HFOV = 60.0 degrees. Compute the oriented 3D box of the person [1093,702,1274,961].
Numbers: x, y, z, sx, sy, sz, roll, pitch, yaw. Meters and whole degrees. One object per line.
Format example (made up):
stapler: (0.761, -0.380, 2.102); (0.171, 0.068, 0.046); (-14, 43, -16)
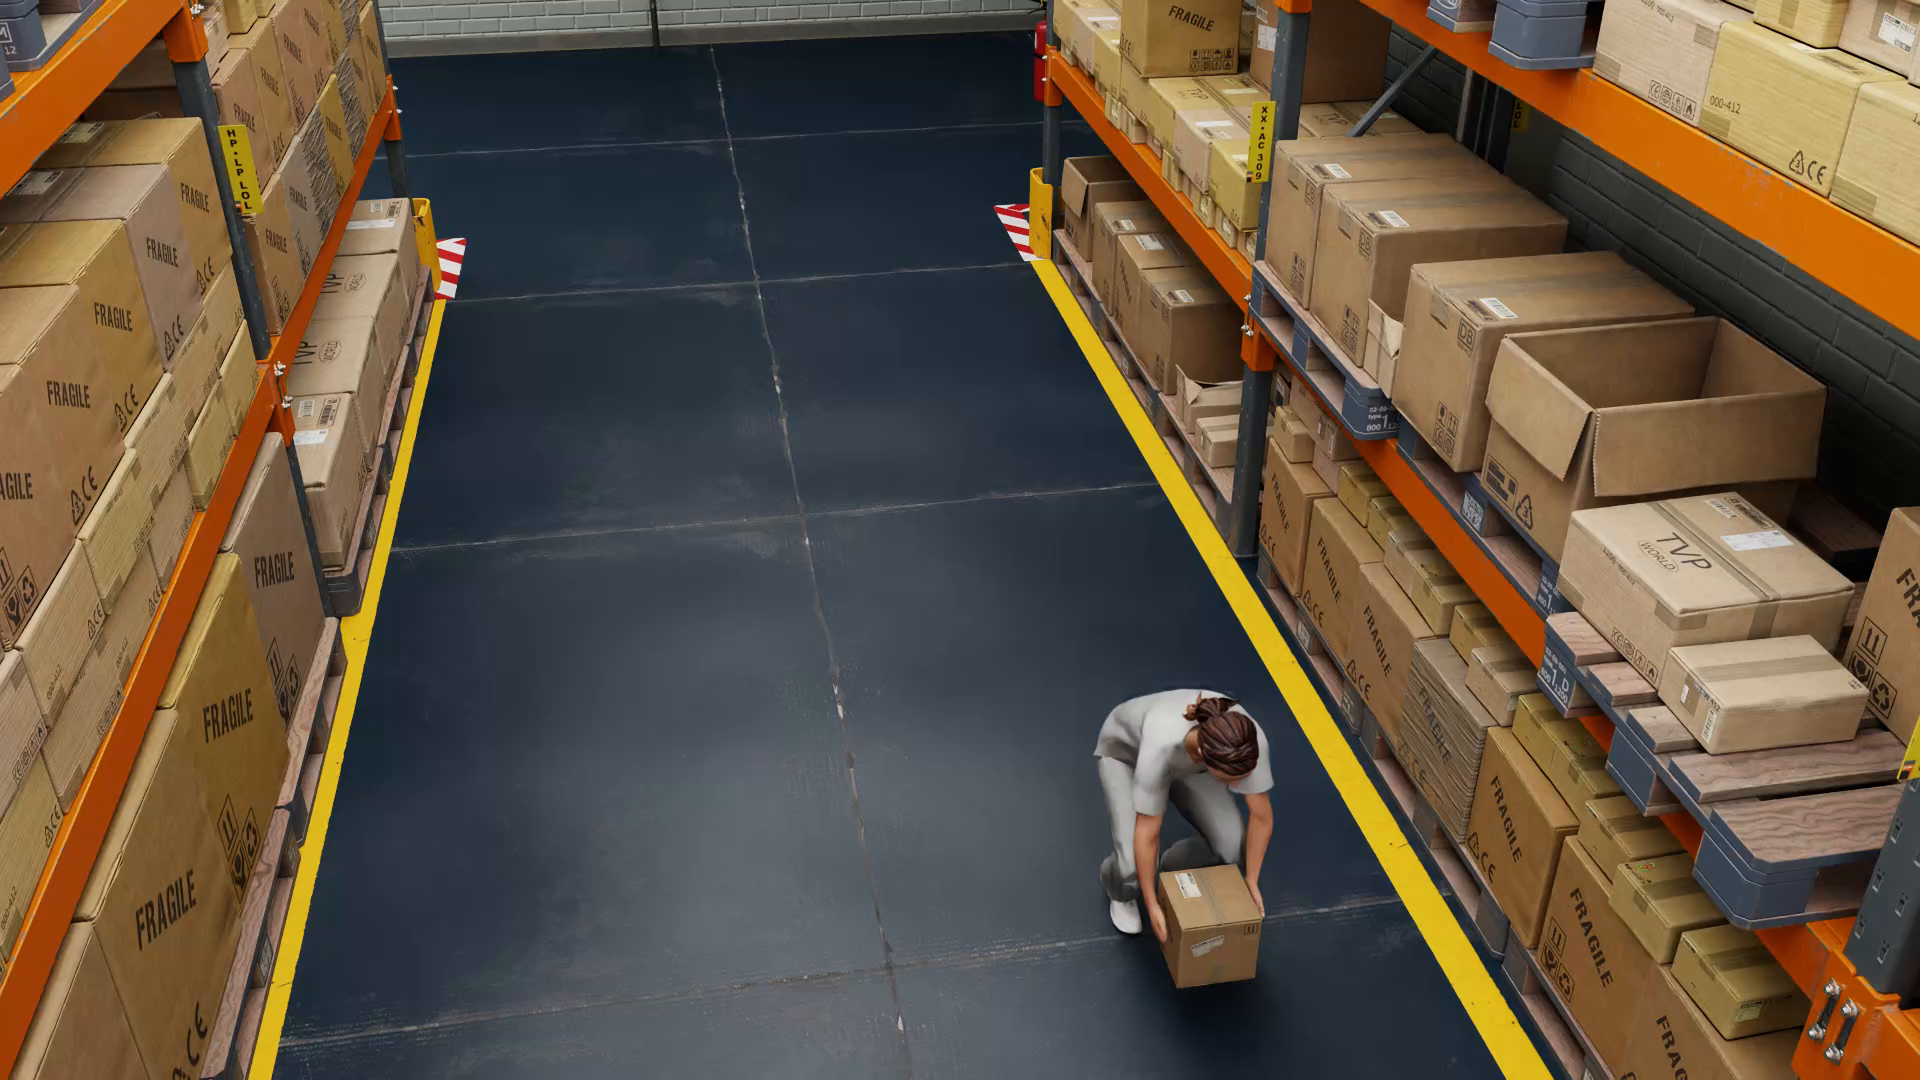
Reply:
person: (0.715, 0.864, 5.354); (0.487, 0.992, 0.779); (-6, 31, -10)
